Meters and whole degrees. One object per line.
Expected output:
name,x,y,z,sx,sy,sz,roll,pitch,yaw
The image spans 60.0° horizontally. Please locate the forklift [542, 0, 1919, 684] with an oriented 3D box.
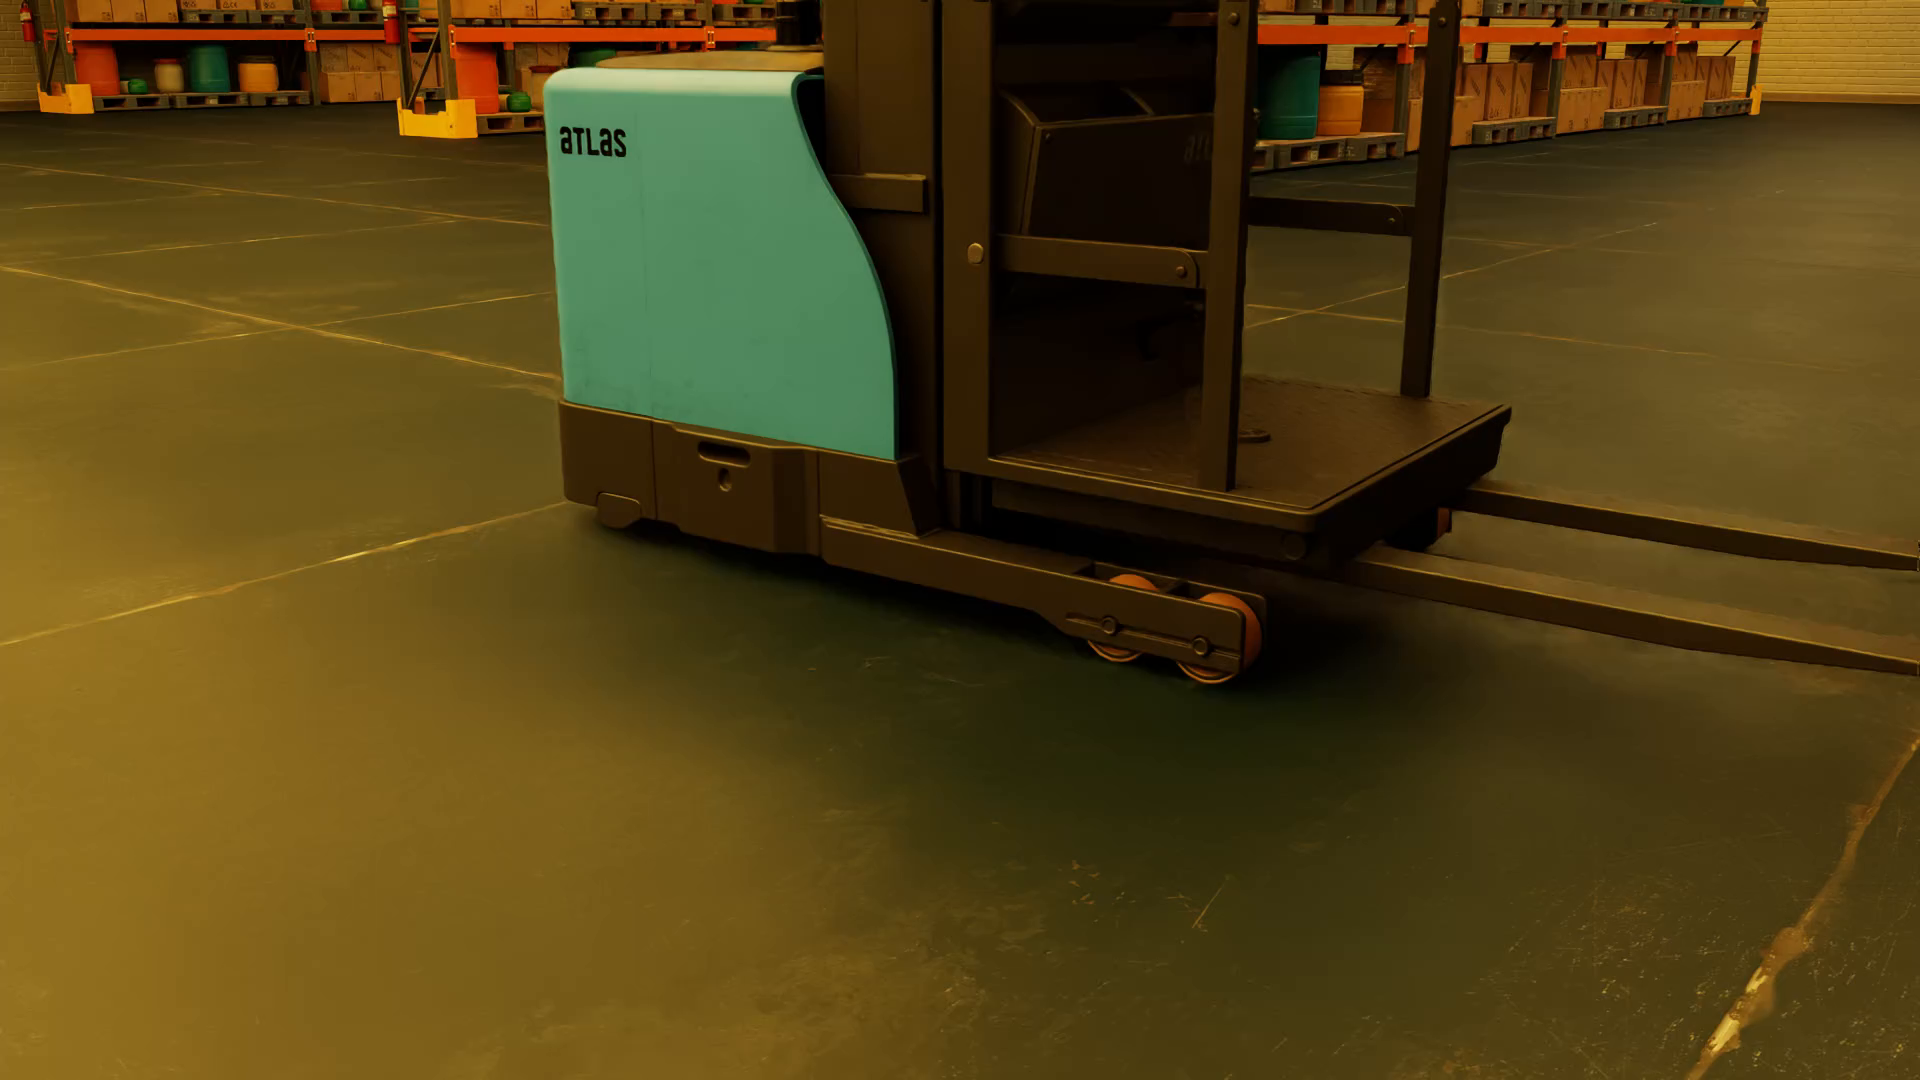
forklift,0.531,-1.312,3.217,3.031,2.935,1.130,12,20,33
